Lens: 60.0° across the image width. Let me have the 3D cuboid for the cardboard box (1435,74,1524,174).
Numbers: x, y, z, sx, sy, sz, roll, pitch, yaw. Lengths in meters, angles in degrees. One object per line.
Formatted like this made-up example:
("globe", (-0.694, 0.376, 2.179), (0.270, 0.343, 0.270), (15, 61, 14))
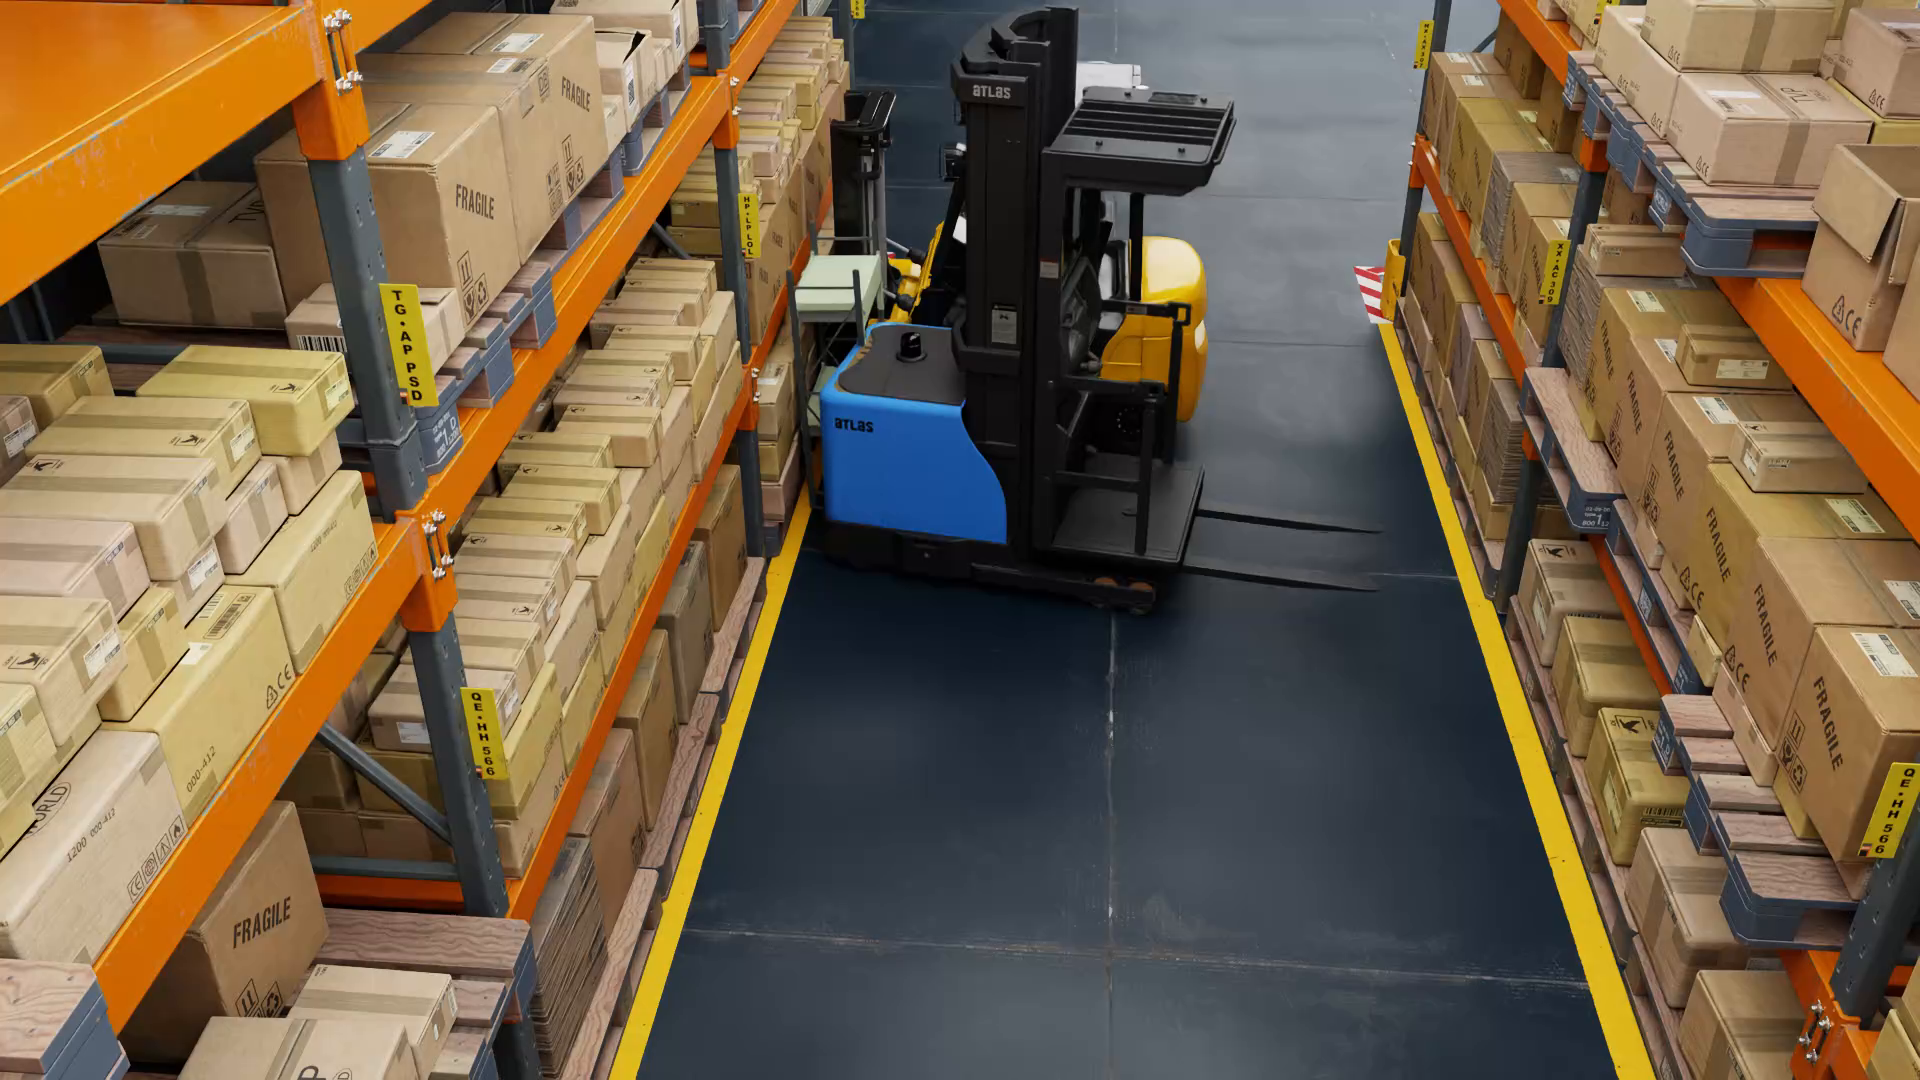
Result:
("cardboard box", (3.345, -2.640, 10.576), (0.500, 0.500, 0.500), (3, 32, 5))

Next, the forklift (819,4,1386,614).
("forklift", (0.813, -1.162, 8.622), (3.031, 2.935, 1.130), (8, 32, 12))

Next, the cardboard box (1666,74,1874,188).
("cardboard box", (2.867, -1.460, 5.924), (0.500, 0.250, 0.500), (2, 32, 3))

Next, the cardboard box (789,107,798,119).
("cardboard box", (-1.187, -2.515, 10.038), (0.380, 0.149, 0.250), (2, 32, 4))

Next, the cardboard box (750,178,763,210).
("cardboard box", (-1.273, -1.843, 8.948), (0.380, 0.149, 0.250), (2, 32, 4))

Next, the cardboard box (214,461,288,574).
("cardboard box", (-1.729, -0.057, 3.667), (0.380, 0.149, 0.250), (2, 32, 3))

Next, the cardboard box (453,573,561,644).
("cardboard box", (-1.564, 0.248, 5.556), (0.380, 0.149, 0.250), (3, 32, 5))

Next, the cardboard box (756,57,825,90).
("cardboard box", (-1.056, -2.900, 10.380), (0.380, 0.149, 0.250), (3, 32, 5))

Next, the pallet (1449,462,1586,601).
("pallet", (3.393, -0.051, 9.413), (1.003, 0.211, 1.213), (2, 32, 4))

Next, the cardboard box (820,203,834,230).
("cardboard box", (-1.010, -2.100, 11.346), (0.500, 0.250, 0.500), (3, 32, 5))

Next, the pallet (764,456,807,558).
("pallet", (-1.467, -0.323, 9.853), (1.003, 0.211, 1.213), (2, 32, 4))

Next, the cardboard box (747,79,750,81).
("cardboard box", (-1.518, -3.076, 10.949), (0.380, 0.149, 0.250), (2, 32, 3))

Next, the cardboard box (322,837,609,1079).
("cardboard box", (-1.835, 1.502, 6.097), (0.875, 0.625, 0.625), (3, 32, 6))

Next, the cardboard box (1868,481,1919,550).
("cardboard box", (3.387, 0.082, 5.760), (0.500, 0.500, 0.500), (3, 32, 5))

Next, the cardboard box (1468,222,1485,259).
("cardboard box", (3.211, -1.760, 9.767), (0.380, 0.149, 0.250), (3, 32, 4))

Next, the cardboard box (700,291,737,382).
("cardboard box", (-1.359, -0.977, 7.923), (0.500, 0.250, 0.500), (2, 32, 3))

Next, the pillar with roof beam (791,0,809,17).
("pillar with roof beam", (2.576, -8.369, 14.534), (9.100, 9.000, 0.400), (2, 32, 4))

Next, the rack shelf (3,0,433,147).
("rack shelf", (-1.737, -2.128, 5.472), (1.077, 0.370, 4.000), (2, 32, 4))

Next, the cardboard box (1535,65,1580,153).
("cardboard box", (3.709, -2.506, 9.405), (0.700, 0.500, 0.500), (2, 32, 4))

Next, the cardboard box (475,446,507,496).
("cardboard box", (-1.969, -0.305, 6.453), (0.380, 0.149, 0.250), (3, 32, 5))

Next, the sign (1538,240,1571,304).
("sign", (2.832, -1.274, 7.913), (0.100, 0.325, 0.005), (2, 32, 4))

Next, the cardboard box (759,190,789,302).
("cardboard box", (-1.252, -1.632, 9.225), (0.500, 0.500, 0.500), (3, 32, 5))

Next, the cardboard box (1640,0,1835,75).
("cardboard box", (2.896, -1.941, 6.228), (0.500, 0.250, 0.500), (2, 32, 3))

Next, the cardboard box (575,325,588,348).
("cardboard box", (-1.911, -0.971, 7.534), (0.380, 0.149, 0.250), (2, 32, 4))

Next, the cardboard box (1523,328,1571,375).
("cardboard box", (3.096, -0.960, 8.468), (0.380, 0.149, 0.250), (2, 32, 3))

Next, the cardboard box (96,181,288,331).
("cardboard box", (-2.096, -0.829, 4.804), (0.500, 0.250, 0.500), (2, 32, 4))

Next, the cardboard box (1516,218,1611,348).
("cardboard box", (3.162, -1.298, 8.399), (0.500, 0.500, 0.500), (2, 32, 3))

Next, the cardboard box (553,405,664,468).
("cardboard box", (-1.399, -0.415, 6.631), (0.380, 0.149, 0.250), (2, 32, 3))

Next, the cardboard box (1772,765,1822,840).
("cardboard box", (2.790, 0.809, 5.197), (0.380, 0.149, 0.250), (3, 32, 5))

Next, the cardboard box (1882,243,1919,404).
("cardboard box", (3.135, -0.609, 4.705), (0.700, 0.500, 0.500), (2, 32, 4))

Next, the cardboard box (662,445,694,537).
("cardboard box", (-1.460, -0.236, 7.197), (0.500, 0.250, 0.500), (3, 32, 4))

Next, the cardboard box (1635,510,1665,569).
("cardboard box", (2.880, -0.002, 6.513), (0.380, 0.149, 0.250), (4, 32, 6))

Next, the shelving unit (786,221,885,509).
("shelving unit", (-0.681, -1.018, 9.733), (0.431, 1.500, 0.755), (1, 32, 6))

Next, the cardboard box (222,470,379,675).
("cardboard box", (-1.699, 0.061, 3.856), (0.500, 0.250, 0.500), (1, 32, 2))

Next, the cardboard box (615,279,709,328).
("cardboard box", (-1.383, -1.091, 7.728), (0.380, 0.149, 0.250), (2, 32, 3))

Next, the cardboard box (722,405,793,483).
("cardboard box", (-1.227, -0.557, 9.319), (0.500, 0.250, 0.500), (2, 32, 4))

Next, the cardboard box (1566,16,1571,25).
("cardboard box", (3.268, -2.628, 8.315), (0.380, 0.149, 0.250), (1, 32, 2))

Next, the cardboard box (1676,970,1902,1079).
("cardboard box", (3.104, 1.851, 5.773), (0.950, 0.372, 0.625), (0, 32, 1))

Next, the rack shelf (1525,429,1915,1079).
("rack shelf", (3.211, 0.466, 6.600), (1.077, 0.370, 4.000), (2, 32, 4))

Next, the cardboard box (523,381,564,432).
("cardboard box", (-1.975, -0.460, 7.084), (0.500, 0.250, 0.500), (2, 32, 3))

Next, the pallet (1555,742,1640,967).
("pallet", (3.215, 1.348, 7.142), (1.003, 0.211, 1.213), (2, 32, 4))

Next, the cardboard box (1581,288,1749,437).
("cardboard box", (3.010, -0.739, 7.091), (0.500, 0.500, 0.500), (3, 32, 4))

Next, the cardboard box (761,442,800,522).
("cardboard box", (-1.204, -0.343, 9.448), (0.500, 0.250, 0.500), (3, 32, 4))

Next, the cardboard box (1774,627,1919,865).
("cardboard box", (2.808, 0.608, 4.905), (0.500, 0.500, 0.500), (2, 32, 3))

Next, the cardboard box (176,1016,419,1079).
("cardboard box", (-1.663, 1.446, 4.067), (0.500, 0.250, 0.500), (1, 32, 2))

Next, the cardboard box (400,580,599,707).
("cardboard box", (-1.578, 0.363, 5.748), (0.500, 0.250, 0.500), (3, 32, 6))

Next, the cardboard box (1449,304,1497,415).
("cardboard box", (3.234, -1.067, 9.908), (0.500, 0.500, 0.500), (4, 32, 7))

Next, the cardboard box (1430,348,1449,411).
("cardboard box", (3.277, -1.023, 10.552), (0.500, 0.250, 0.500), (5, 32, 7))

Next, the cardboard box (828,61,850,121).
("cardboard box", (-1.026, -2.962, 11.382), (0.500, 0.500, 0.500), (2, 32, 3))

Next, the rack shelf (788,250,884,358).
("rack shelf", (-0.698, -1.351, 9.530), (0.431, 0.370, 0.720), (1, 32, 6))

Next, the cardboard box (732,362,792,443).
("cardboard box", (-1.222, -0.769, 9.187), (0.500, 0.250, 0.500), (2, 32, 3))

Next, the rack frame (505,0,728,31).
("rack frame", (-1.574, -3.650, 6.876), (1.000, 3.000, 0.127), (2, 32, 4))

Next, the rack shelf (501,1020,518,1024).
("rack shelf", (-2.062, 2.348, 3.547), (1.077, 0.370, 4.000), (2, 32, 4))

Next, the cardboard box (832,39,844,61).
("cardboard box", (-0.997, -3.313, 11.334), (0.380, 0.149, 0.250), (3, 32, 5))

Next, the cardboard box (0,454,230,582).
("cardboard box", (-1.730, -0.047, 3.368), (0.380, 0.149, 0.250), (1, 32, 2))

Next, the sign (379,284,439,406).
("sign", (-1.359, -0.477, 4.094), (0.100, 0.325, 0.005), (2, 32, 4))

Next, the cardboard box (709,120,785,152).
("cardboard box", (-1.192, -2.237, 9.304), (0.380, 0.149, 0.250), (2, 32, 3))

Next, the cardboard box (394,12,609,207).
("cardboard box", (-1.515, -1.446, 5.567), (0.500, 0.500, 0.500), (3, 32, 5))

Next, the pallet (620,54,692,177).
("pallet", (-1.633, -1.830, 6.963), (0.805, 0.209, 1.217), (1, 32, 2))
